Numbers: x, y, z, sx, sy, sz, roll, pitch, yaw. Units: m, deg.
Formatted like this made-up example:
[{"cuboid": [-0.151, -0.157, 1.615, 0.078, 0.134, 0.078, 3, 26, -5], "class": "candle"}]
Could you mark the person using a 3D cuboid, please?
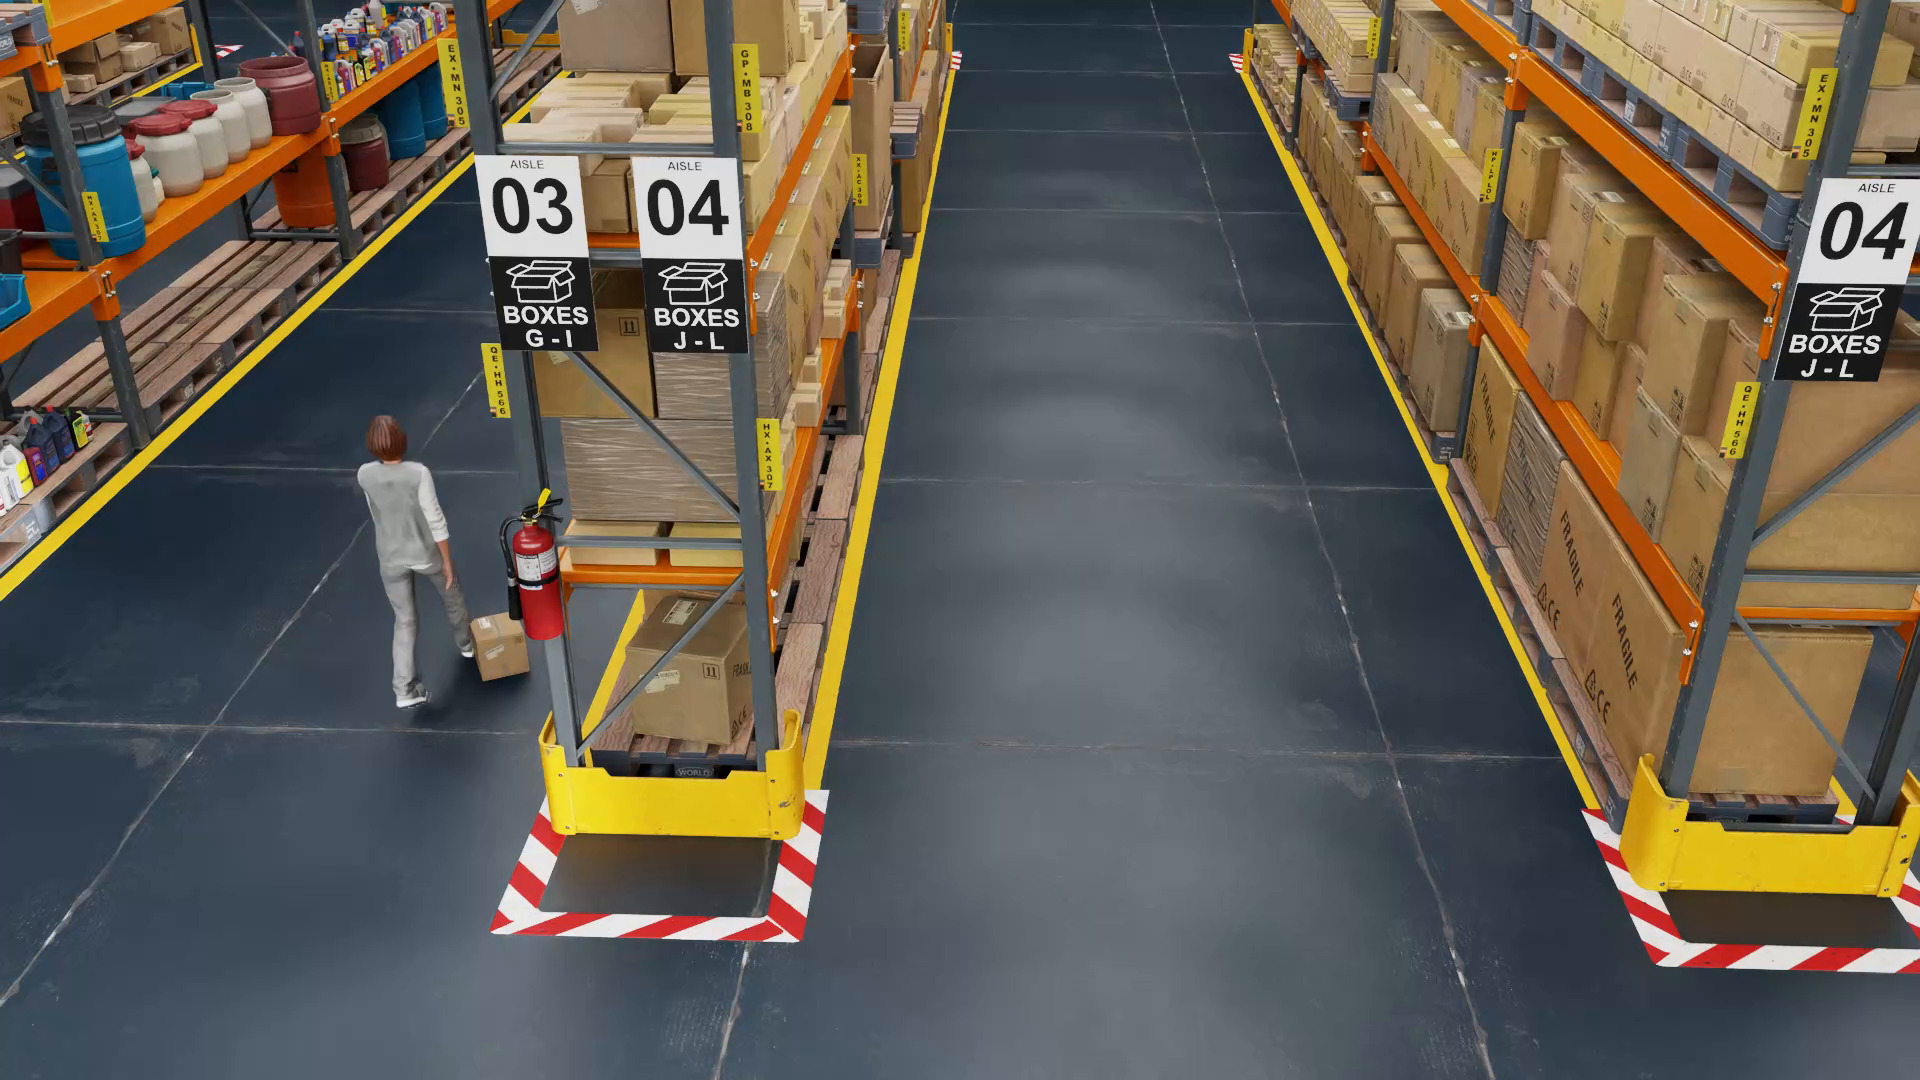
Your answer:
[{"cuboid": [-2.799, 0.063, 8.543, 0.403, 1.544, 0.908, -4, 29, -7], "class": "person"}]
